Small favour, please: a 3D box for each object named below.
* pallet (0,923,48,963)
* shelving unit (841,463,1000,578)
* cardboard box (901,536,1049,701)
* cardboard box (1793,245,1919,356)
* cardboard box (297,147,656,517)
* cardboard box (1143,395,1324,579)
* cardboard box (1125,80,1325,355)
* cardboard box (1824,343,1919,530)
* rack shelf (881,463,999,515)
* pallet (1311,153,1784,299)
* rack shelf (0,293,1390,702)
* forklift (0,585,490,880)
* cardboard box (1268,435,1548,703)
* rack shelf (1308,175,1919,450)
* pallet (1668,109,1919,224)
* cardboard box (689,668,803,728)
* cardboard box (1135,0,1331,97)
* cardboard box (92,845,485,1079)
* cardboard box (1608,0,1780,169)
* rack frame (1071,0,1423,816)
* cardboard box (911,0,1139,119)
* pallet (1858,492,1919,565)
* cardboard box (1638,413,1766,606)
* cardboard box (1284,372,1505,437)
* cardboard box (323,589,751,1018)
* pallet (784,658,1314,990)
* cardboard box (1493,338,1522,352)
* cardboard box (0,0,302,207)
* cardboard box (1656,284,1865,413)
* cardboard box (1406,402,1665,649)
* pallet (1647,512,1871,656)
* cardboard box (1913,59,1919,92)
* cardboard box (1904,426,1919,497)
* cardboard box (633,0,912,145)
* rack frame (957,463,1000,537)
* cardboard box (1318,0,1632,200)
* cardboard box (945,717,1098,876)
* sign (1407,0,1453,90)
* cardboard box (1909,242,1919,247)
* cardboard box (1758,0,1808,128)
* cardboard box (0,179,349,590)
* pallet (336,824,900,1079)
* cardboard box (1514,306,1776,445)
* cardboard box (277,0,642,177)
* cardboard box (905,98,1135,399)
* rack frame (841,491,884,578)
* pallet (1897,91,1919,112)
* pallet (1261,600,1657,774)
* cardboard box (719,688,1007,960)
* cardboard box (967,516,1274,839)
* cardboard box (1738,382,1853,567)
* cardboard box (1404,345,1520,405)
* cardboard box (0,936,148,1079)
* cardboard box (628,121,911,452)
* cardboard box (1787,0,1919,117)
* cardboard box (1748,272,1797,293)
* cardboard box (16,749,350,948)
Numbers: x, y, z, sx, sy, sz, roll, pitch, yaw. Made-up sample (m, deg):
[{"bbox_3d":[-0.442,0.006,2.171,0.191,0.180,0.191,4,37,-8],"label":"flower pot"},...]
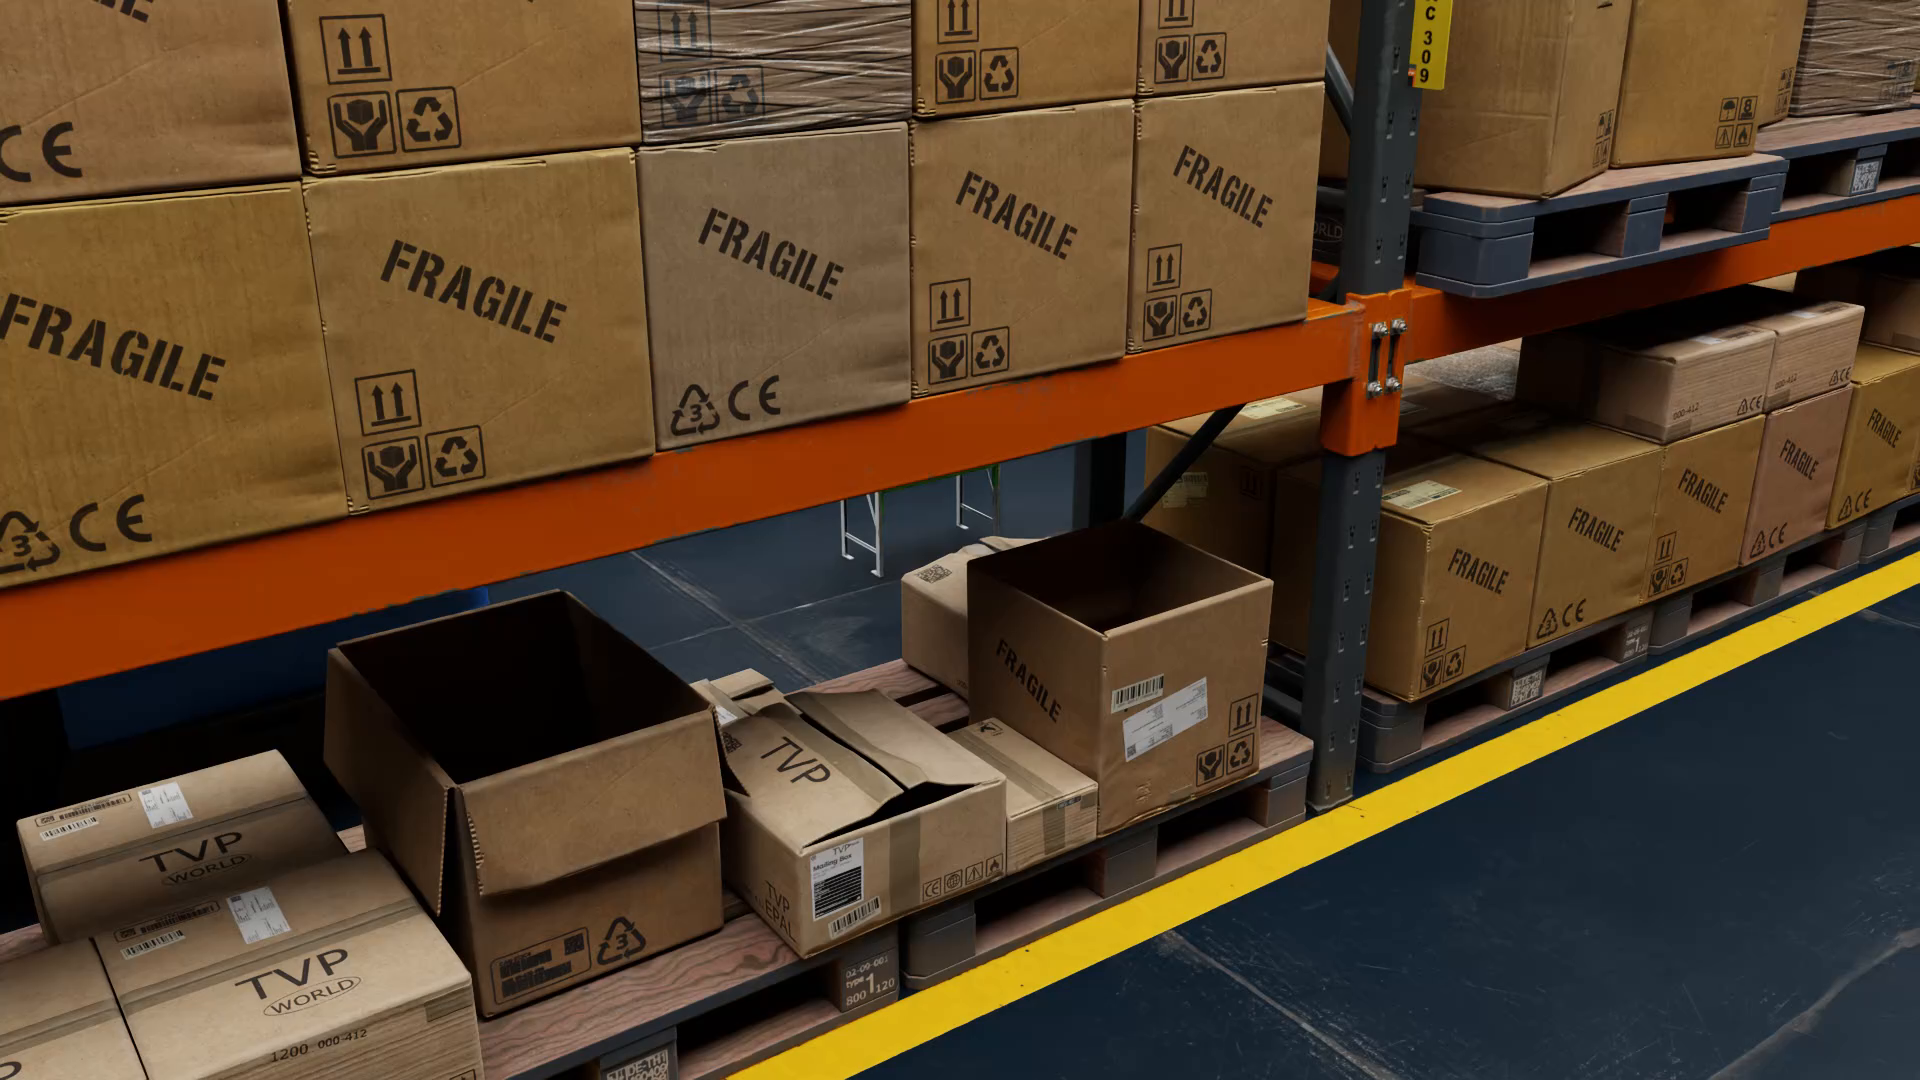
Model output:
[{"bbox_3d":[-1.882,1.106,2.841,1.213,0.211,1.003,-15,26,-33],"label":"pallet"},{"bbox_3d":[-0.134,-0.521,5.584,0.503,1.200,0.258,-15,26,-33],"label":"shelving unit"},{"bbox_3d":[0.190,0.204,4.371,0.500,0.311,0.500,-15,26,-33],"label":"cardboard box"},{"bbox_3d":[3.239,-0.837,5.713,0.500,0.250,0.500,-14,26,-31],"label":"cardboard box"},{"bbox_3d":[-0.844,-0.392,2.696,0.500,0.500,0.500,-15,26,-32],"label":"cardboard box"},{"bbox_3d":[0.890,-0.102,4.884,0.500,0.500,0.500,-15,26,-33],"label":"cardboard box"},{"bbox_3d":[0.401,-0.727,3.536,0.500,0.500,0.500,-14,26,-32],"label":"cardboard box"},{"bbox_3d":[2.862,-0.390,5.606,0.500,0.500,0.500,-16,27,-35],"label":"cardboard box"},{"bbox_3d":[-0.134,-0.239,5.697,0.480,0.148,0.258,-15,26,-33],"label":"rack shelf"},{"bbox_3d":[1.369,-0.917,4.406,1.213,0.211,1.003,-15,26,-33],"label":"pallet"},{"bbox_3d":[-0.966,-0.099,3.067,4.000,0.370,1.077,-15,26,-33],"label":"rack shelf"},{"bbox_3d":[-2.717,-0.632,3.524,3.031,2.935,1.130,-16,27,-34],"label":"forklift"},{"bbox_3d":[1.192,0.059,4.479,0.500,0.500,0.500,-16,27,-35],"label":"cardboard box"},{"bbox_3d":[2.280,-0.965,5.237,4.000,0.370,1.077,-15,26,-33],"label":"rack shelf"},{"bbox_3d":[2.328,-1.220,5.166,1.213,0.211,1.003,-15,26,-33],"label":"pallet"},{"bbox_3d":[-0.506,0.462,3.921,0.250,0.166,0.380,-15,26,-33],"label":"cardboard box"},{"bbox_3d":[0.398,-1.189,3.346,0.500,0.500,0.500,-15,26,-33],"label":"cardboard box"},{"bbox_3d":[-1.171,0.824,2.901,0.500,0.250,0.500,-15,26,-33],"label":"cardboard box"},{"bbox_3d":[1.693,-1.311,4.432,0.500,0.500,0.700,-10,24,-25],"label":"cardboard box"},{"bbox_3d":[0.657,-0.866,4.019,0.127,3.000,1.000,-15,26,-33],"label":"rack frame"},{"bbox_3d":[-0.017,-1.078,3.066,0.500,0.500,0.500,-16,27,-34],"label":"cardboard box"},{"bbox_3d":[3.276,-0.286,6.329,1.213,0.211,1.003,-15,26,-33],"label":"pallet"},{"bbox_3d":[2.028,-0.165,5.043,0.500,0.500,0.500,-15,26,-32],"label":"cardboard box"},{"bbox_3d":[1.296,-0.207,5.146,0.500,0.500,0.500,-15,26,-33],"label":"cardboard box"},{"bbox_3d":[-0.865,0.497,3.377,0.637,0.503,0.797,-15,26,-33],"label":"cardboard box"},{"bbox_3d":[0.099,0.578,4.164,1.213,0.211,1.003,-15,26,-33],"label":"pallet"},{"bbox_3d":[2.115,-0.426,5.696,0.500,0.500,0.500,-16,27,-35],"label":"cardboard box"},{"bbox_3d":[-1.247,-0.750,2.244,0.500,0.500,0.500,-15,26,-32],"label":"cardboard box"},{"bbox_3d":[2.411,-0.614,5.155,0.500,0.250,0.500,-16,26,-34],"label":"cardboard box"},{"bbox_3d":[1.618,-0.059,4.777,0.500,0.500,0.500,-14,26,-32],"label":"cardboard box"},{"bbox_3d":[2.286,-0.024,5.671,1.213,0.211,1.003,-15,26,-33],"label":"pallet"},{"bbox_3d":[3.459,-1.803,5.666,0.700,0.500,0.500,14,26,32],"label":"cardboard box"},{"bbox_3d":[3.282,-0.502,5.886,0.500,0.500,0.500,-14,26,-31],"label":"cardboard box"},{"bbox_3d":[-0.426,-0.969,2.793,0.500,0.500,0.500,-15,26,-32],"label":"cardboard box"},{"bbox_3d":[0.064,-0.574,5.717,0.015,1.200,0.240,-15,26,-33],"label":"rack frame"},{"bbox_3d":[1.172,-1.143,4.011,0.700,0.500,0.500,14,26,32],"label":"cardboard box"},{"bbox_3d":[0.091,0.562,3.694,0.250,0.149,0.380,-15,26,-33],"label":"cardboard box"},{"bbox_3d":[0.980,-1.106,3.454,0.005,0.325,0.100,-15,26,-33],"label":"sign"},{"bbox_3d":[4.185,-1.098,6.986,0.500,0.311,0.500,-14,26,-31],"label":"cardboard box"},{"bbox_3d":[2.055,-1.508,4.927,0.700,0.500,0.500,17,27,36],"label":"cardboard box"},{"bbox_3d":[-1.251,-0.284,2.427,0.500,0.500,0.500,-15,26,-33],"label":"cardboard box"},{"bbox_3d":[-0.892,0.843,3.498,1.213,0.211,1.003,-15,26,-33],"label":"pallet"},{"bbox_3d":[2.004,-0.505,4.883,0.500,0.250,0.500,-15,26,-33],"label":"cardboard box"},{"bbox_3d":[-0.835,-0.860,2.520,0.500,0.500,0.500,-15,26,-33],"label":"cardboard box"},{"bbox_3d":[-0.017,-0.615,3.255,0.500,0.500,0.500,-14,26,-31],"label":"cardboard box"},{"bbox_3d":[-0.332,-0.469,5.452,0.015,1.200,0.240,-15,26,-33],"label":"rack frame"},{"bbox_3d":[3.395,-1.475,5.804,1.003,0.211,1.213,-15,26,-33],"label":"pallet"},{"bbox_3d":[1.295,0.242,5.006,1.213,0.211,1.003,-15,26,-33],"label":"pallet"},{"bbox_3d":[-0.249,0.550,3.506,0.500,0.311,0.500,-15,26,-33],"label":"cardboard box"},{"bbox_3d":[0.360,0.299,3.878,0.500,0.500,0.500,-15,26,-33],"label":"cardboard box"},{"bbox_3d":[2.439,-0.275,5.316,0.500,0.500,0.500,-16,27,-35],"label":"cardboard box"},{"bbox_3d":[1.704,-0.315,5.418,0.500,0.500,0.500,-15,26,-32],"label":"cardboard box"},{"bbox_3d":[-1.577,0.932,2.630,0.500,0.250,0.500,-15,26,-33],"label":"cardboard box"},{"bbox_3d":[-0.432,-0.503,2.975,0.500,0.500,0.500,-14,26,-32],"label":"cardboard box"},{"bbox_3d":[2.605,-1.662,5.314,0.500,0.500,0.700,-10,24,-23],"label":"cardboard box"},{"bbox_3d":[3.368,-0.762,6.539,0.500,0.500,0.500,-14,26,-31],"label":"cardboard box"},{"bbox_3d":[-1.504,0.684,3.251,0.500,0.250,0.500,-15,26,-33],"label":"cardboard box"}]
